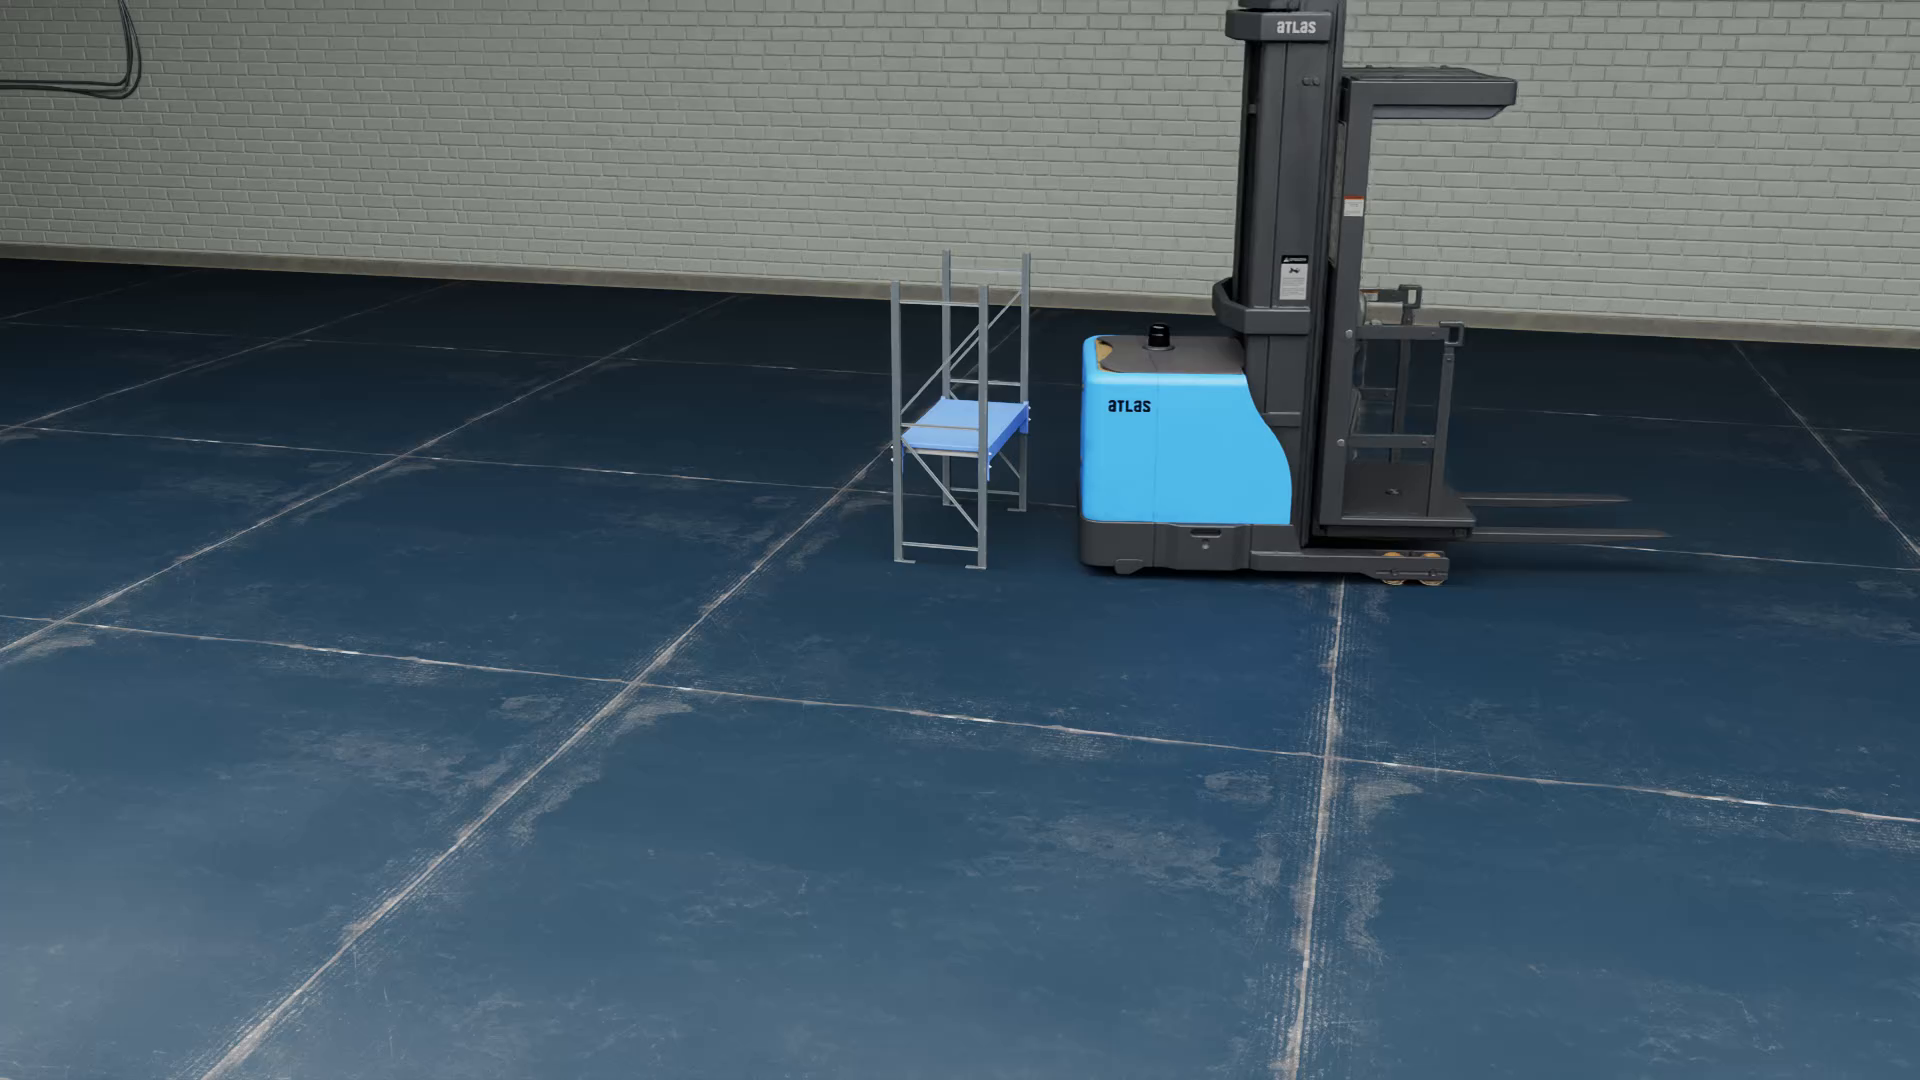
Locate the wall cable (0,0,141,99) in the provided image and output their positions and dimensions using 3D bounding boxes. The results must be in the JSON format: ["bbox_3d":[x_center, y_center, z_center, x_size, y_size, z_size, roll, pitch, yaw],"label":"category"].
[{"bbox_3d":[-9.920,-5.830,17.137,3.097,2.526,0.112,5,19,13],"label":"wall cable"}]

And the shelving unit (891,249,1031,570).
[{"bbox_3d":[0.021,-0.736,9.023,0.538,1.500,1.048,5,19,13],"label":"shelving unit"}]

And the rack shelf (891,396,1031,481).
[{"bbox_3d":[0.021,-0.566,9.082,0.538,0.185,1.000,5,19,13],"label":"rack shelf"}]

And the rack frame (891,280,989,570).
[{"bbox_3d":[-0.103,-0.577,8.557,0.500,1.500,0.032,5,19,13],"label":"rack frame"}]

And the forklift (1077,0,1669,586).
[{"bbox_3d":[2.157,-1.329,8.545,3.031,2.935,1.130,1,19,3],"label":"forklift"}]

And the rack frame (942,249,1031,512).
[{"bbox_3d":[0.145,-0.896,9.490,0.500,1.500,0.032,5,19,13],"label":"rack frame"}]
